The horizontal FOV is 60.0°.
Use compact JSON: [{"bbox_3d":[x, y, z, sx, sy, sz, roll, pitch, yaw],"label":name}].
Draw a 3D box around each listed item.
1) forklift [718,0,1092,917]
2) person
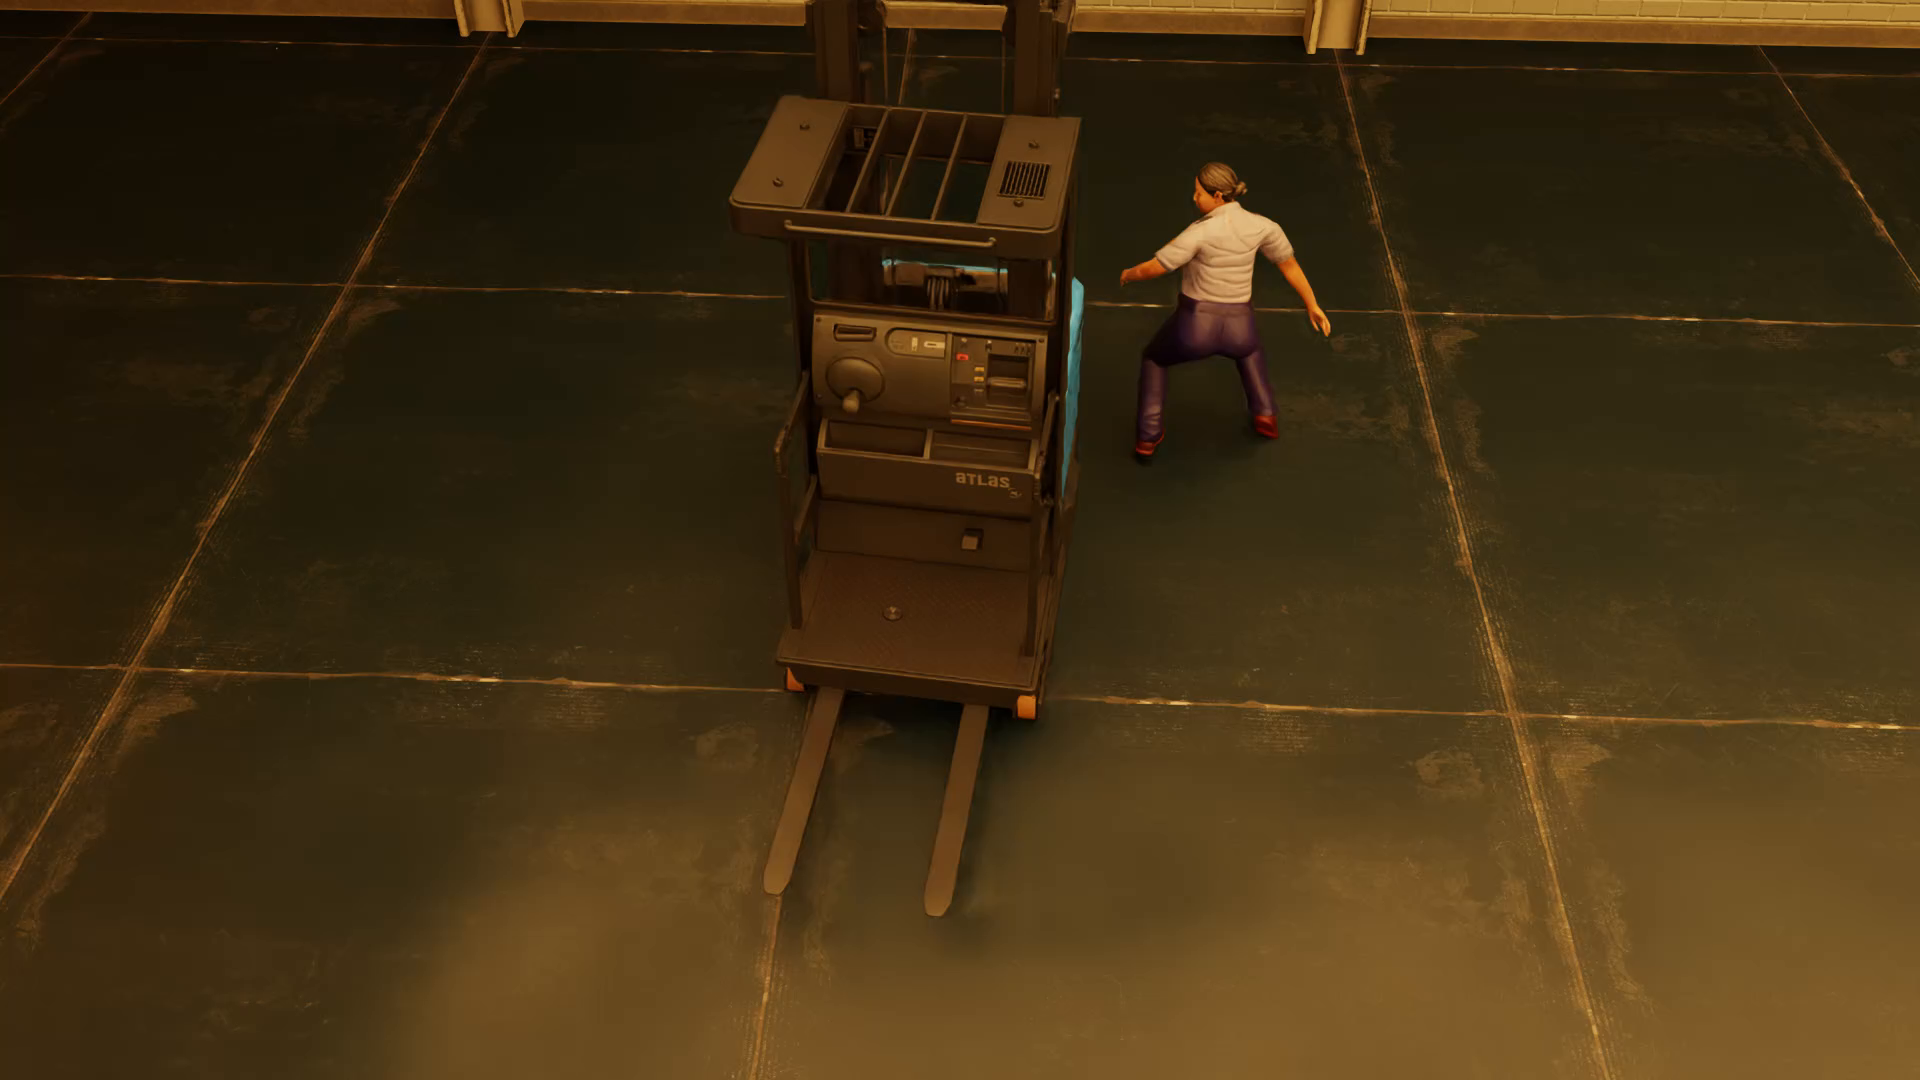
[{"bbox_3d":[-0.182,-0.587,6.385,1.130,2.935,3.031,8,43,9],"label":"forklift"},{"bbox_3d":[1.305,-1.085,8.088,0.980,1.596,0.536,-6,43,-7],"label":"person"}]
